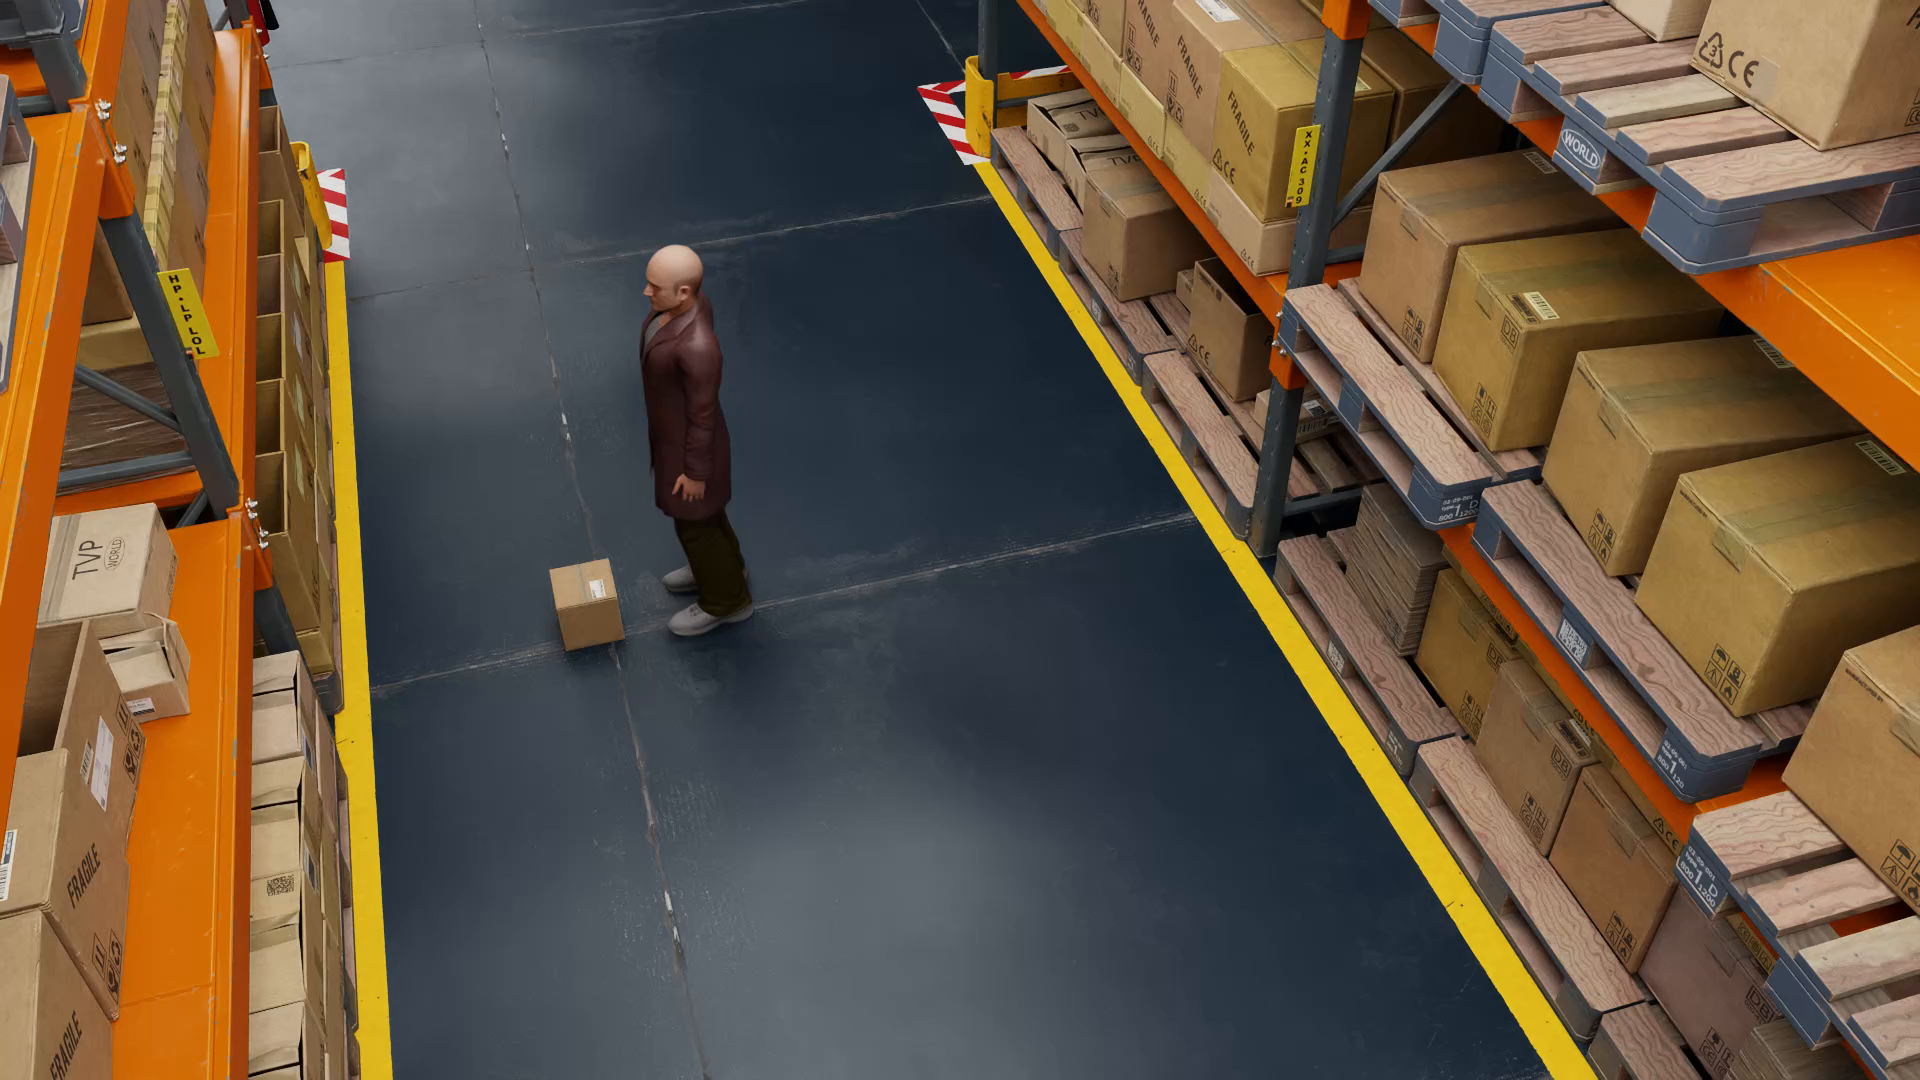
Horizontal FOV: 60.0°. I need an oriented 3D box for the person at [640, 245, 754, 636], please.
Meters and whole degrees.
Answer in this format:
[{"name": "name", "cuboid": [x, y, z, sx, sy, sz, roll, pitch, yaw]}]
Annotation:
[{"name": "person", "cuboid": [-1.084, -0.385, 6.605, 0.395, 1.776, 0.562, -11, 43, -12]}]
